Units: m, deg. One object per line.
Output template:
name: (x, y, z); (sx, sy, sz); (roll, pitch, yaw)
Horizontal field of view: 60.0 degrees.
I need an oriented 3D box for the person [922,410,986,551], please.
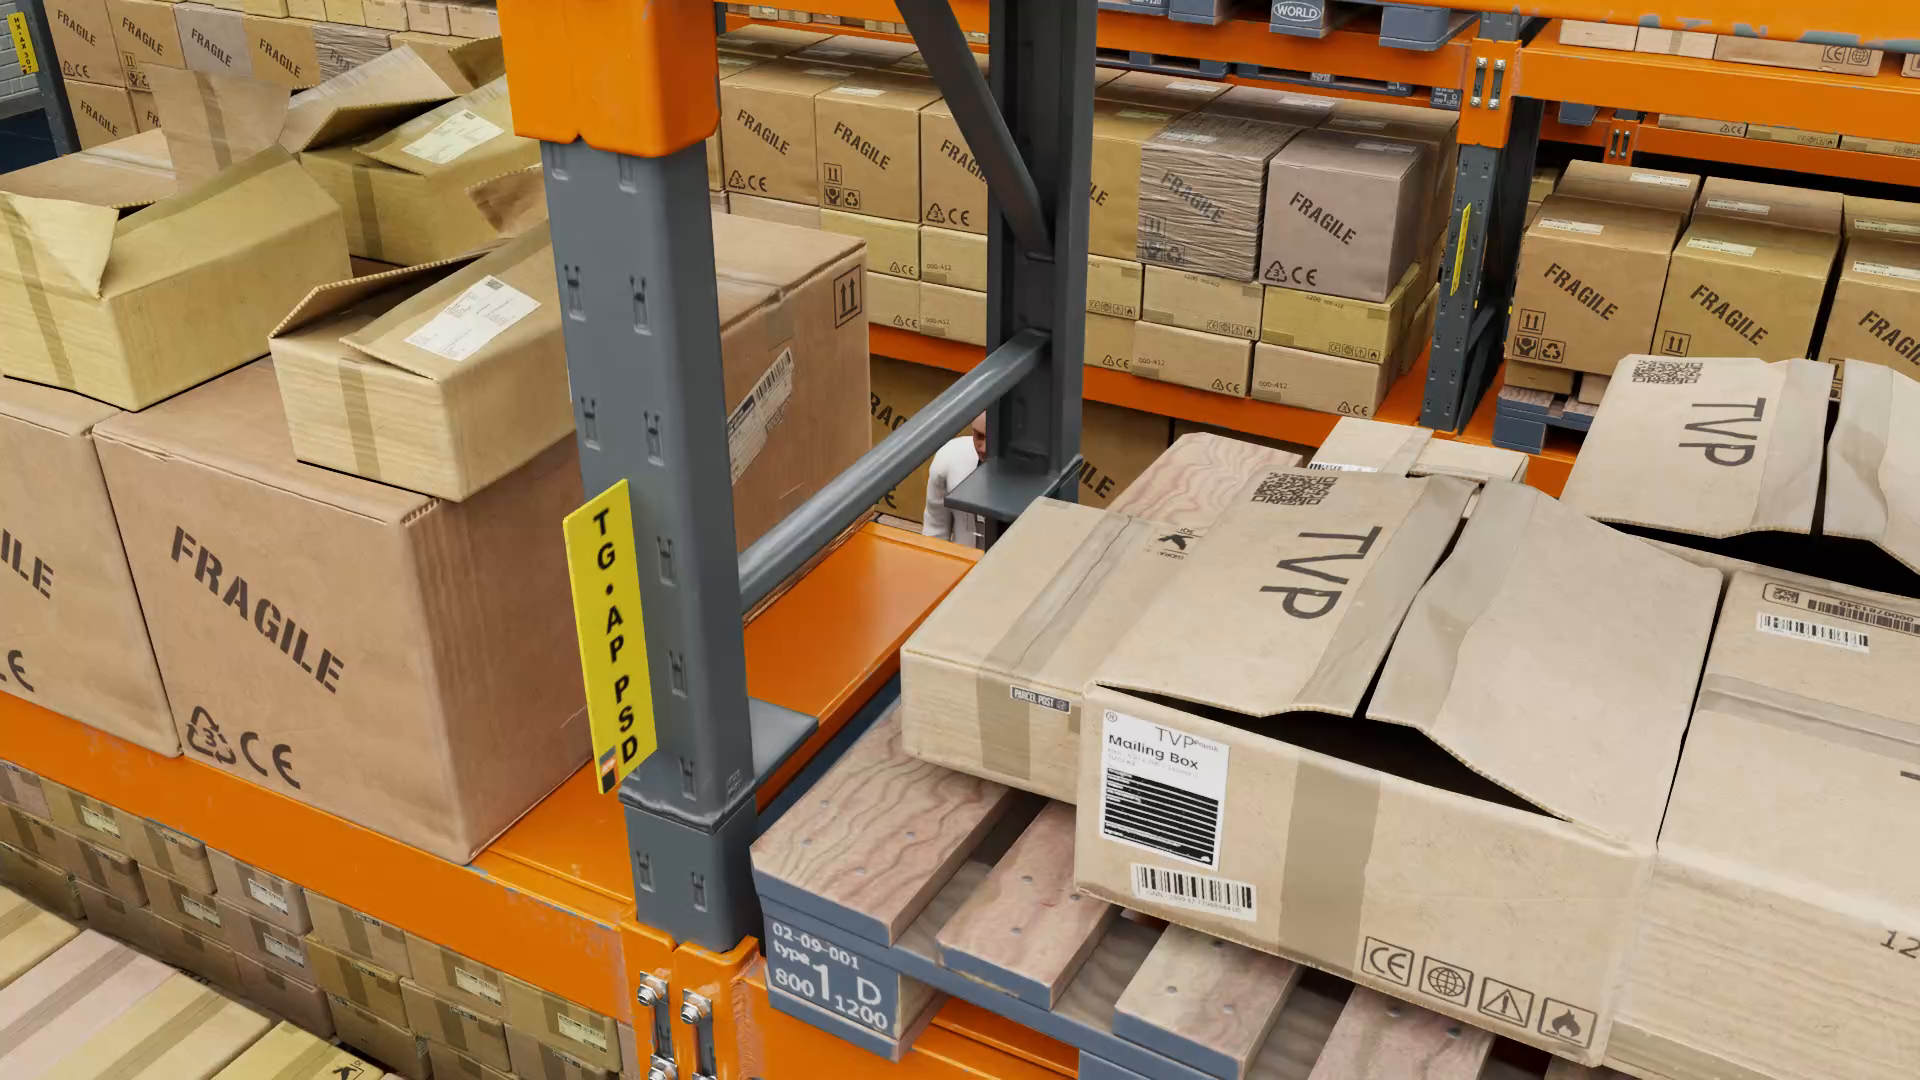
person: (0.127, 0.230, 6.241); (0.649, 1.773, 0.429); (12, 32, 20)
